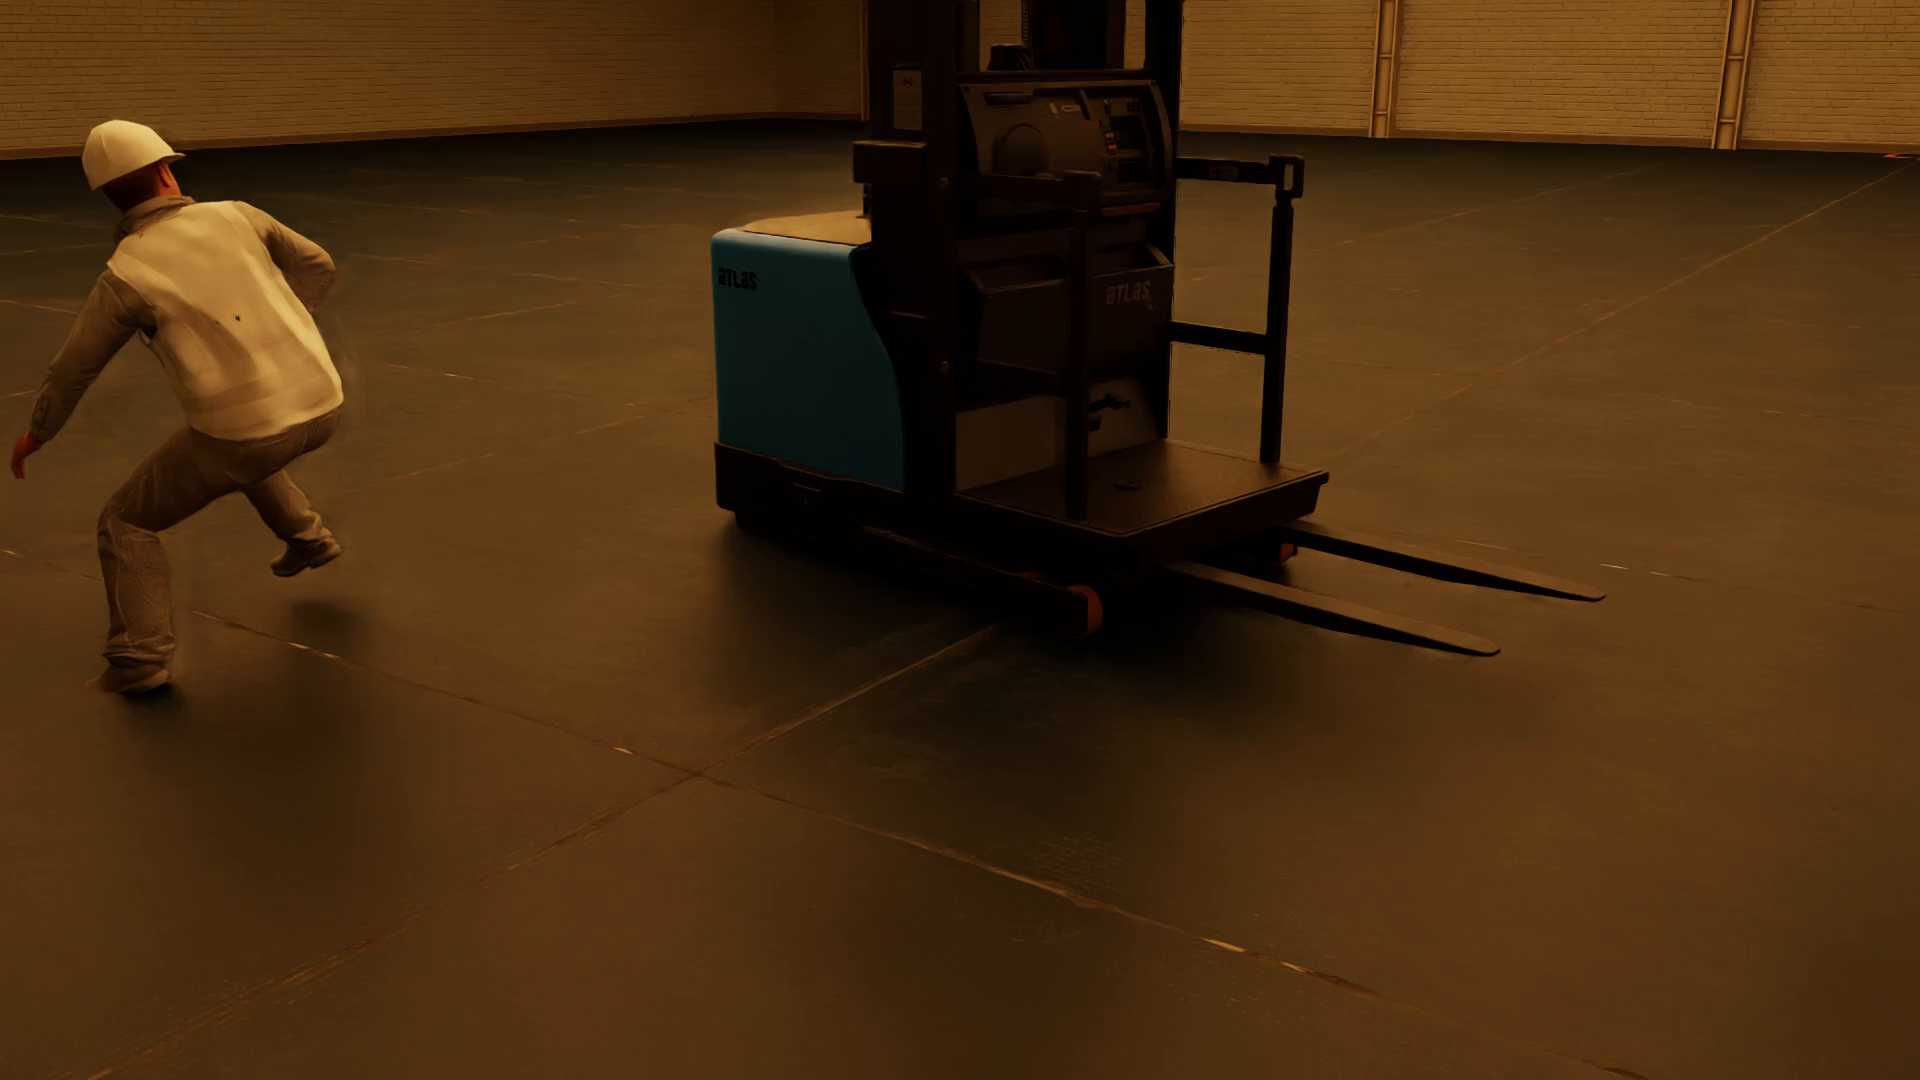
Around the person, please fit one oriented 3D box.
[{"bbox_3d":[-2.180,-0.392,4.721,0.699,1.554,0.881,9,19,28],"label":"person"}]

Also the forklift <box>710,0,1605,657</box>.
[{"bbox_3d":[0.499,-1.274,5.092,3.031,2.935,1.130,16,23,42],"label":"forklift"}]
